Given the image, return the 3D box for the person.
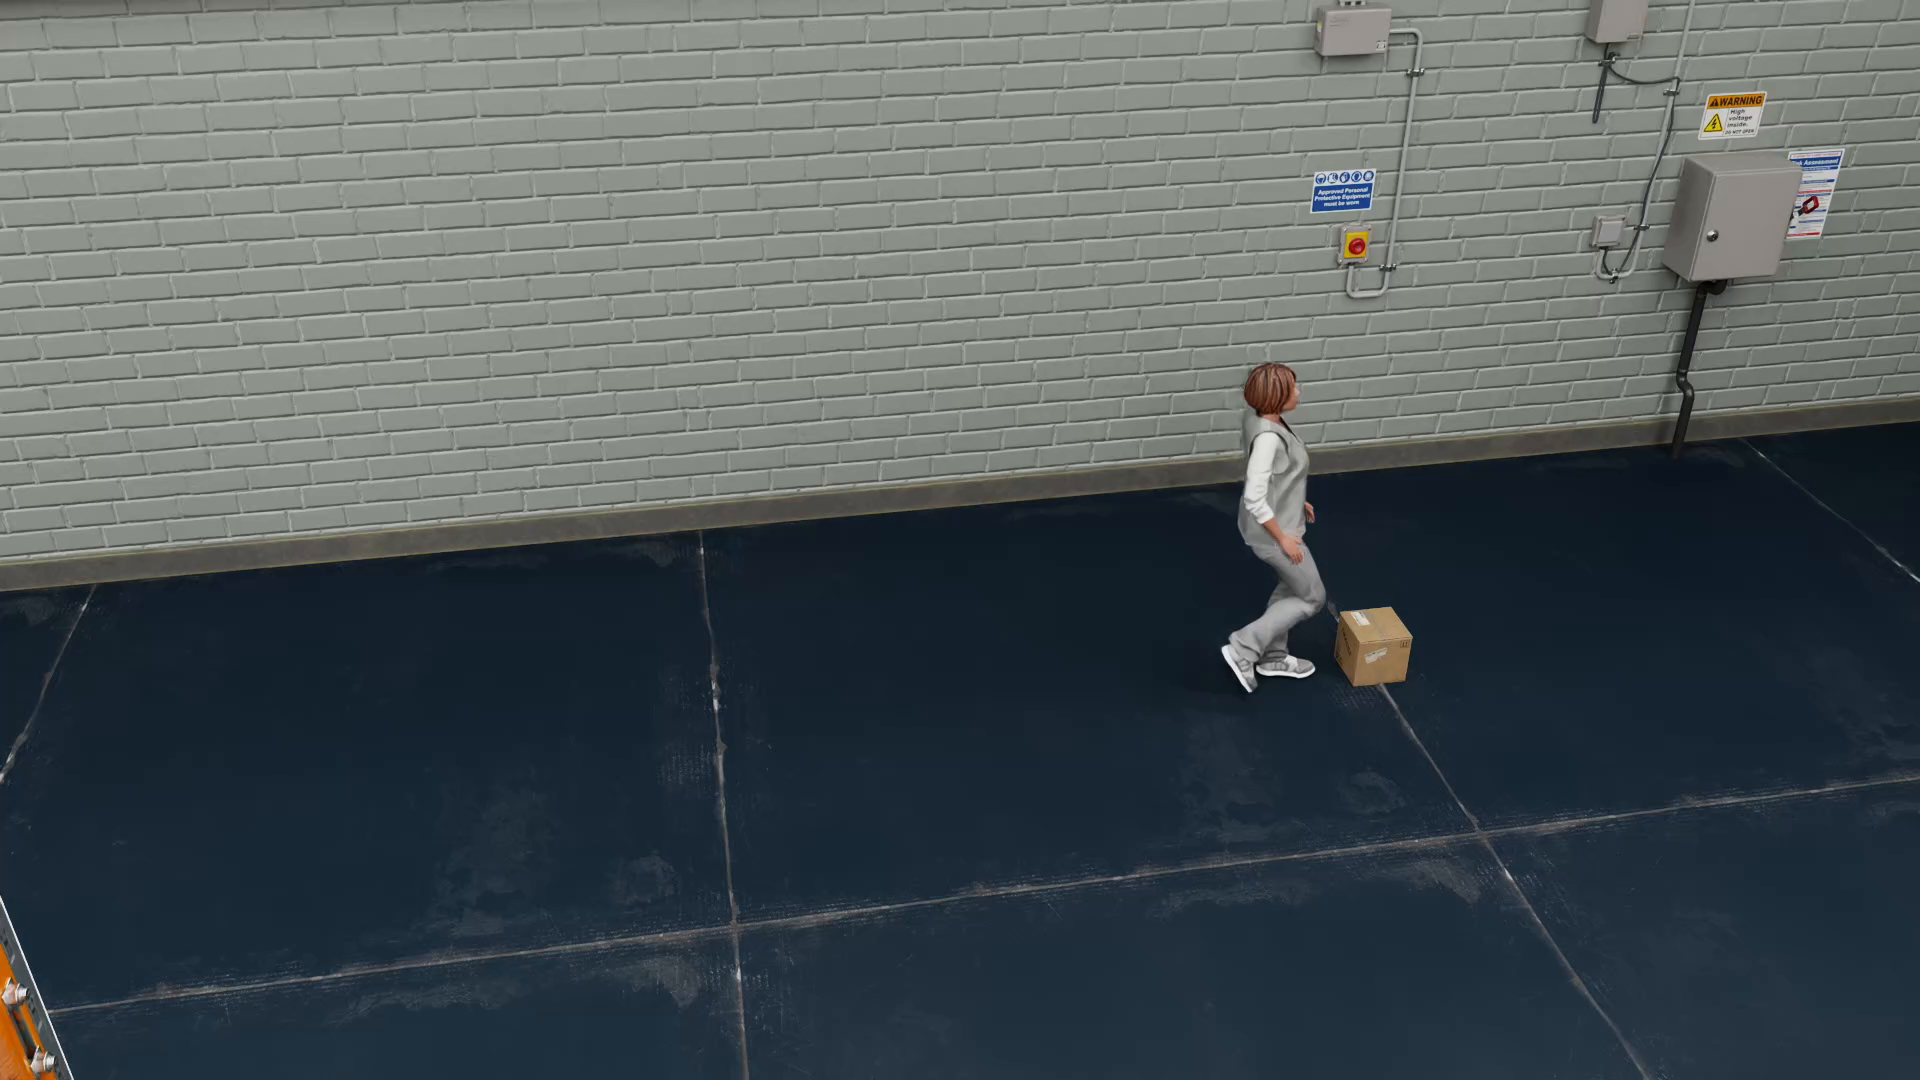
[{"bbox_3d":[1.398,-0.046,7.239,0.468,1.562,0.528,-1,31,-2],"label":"person"}]
